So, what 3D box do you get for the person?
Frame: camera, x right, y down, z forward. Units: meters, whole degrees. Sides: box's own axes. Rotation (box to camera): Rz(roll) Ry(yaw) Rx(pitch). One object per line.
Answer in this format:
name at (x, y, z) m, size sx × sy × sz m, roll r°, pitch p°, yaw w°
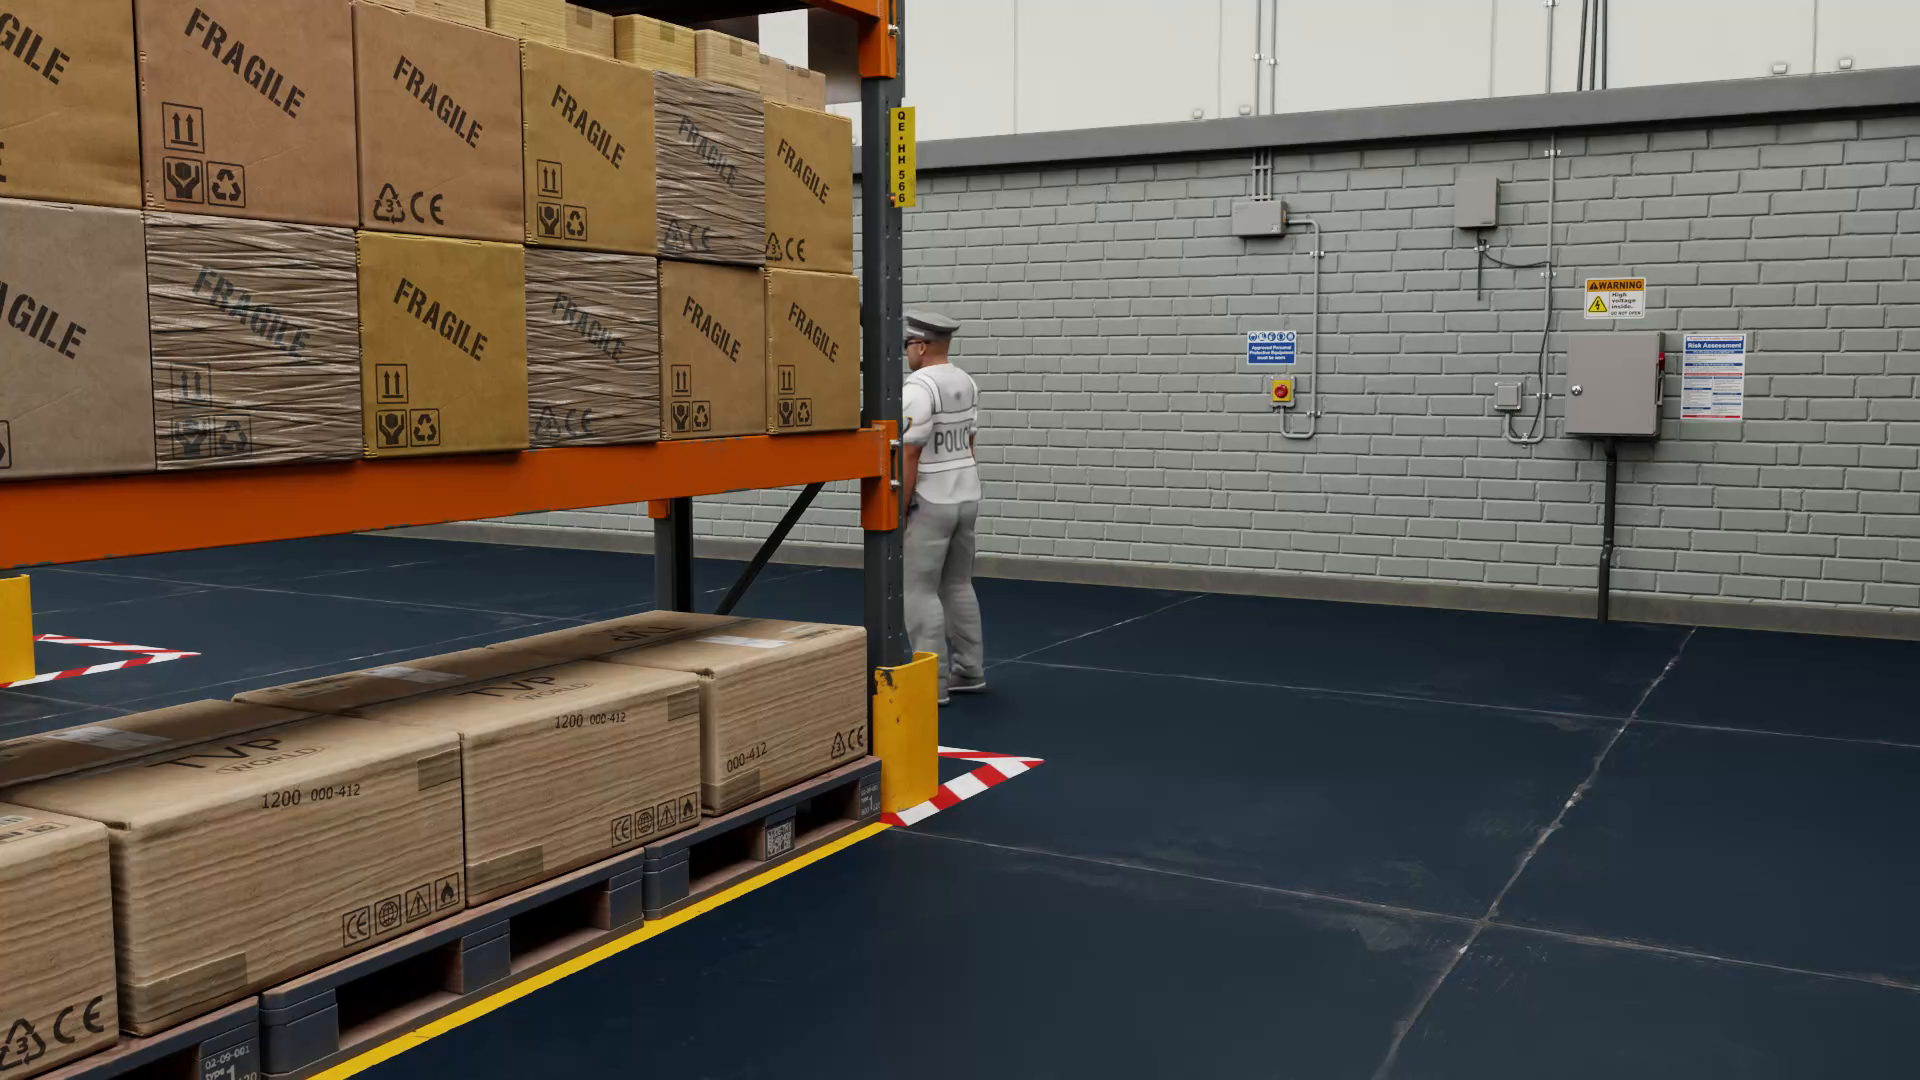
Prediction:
person at (-0.129, -0.149, 7.495) m, size 0.394 × 1.769 × 0.585 m, roll 3°, pitch 7°, yaw 30°
